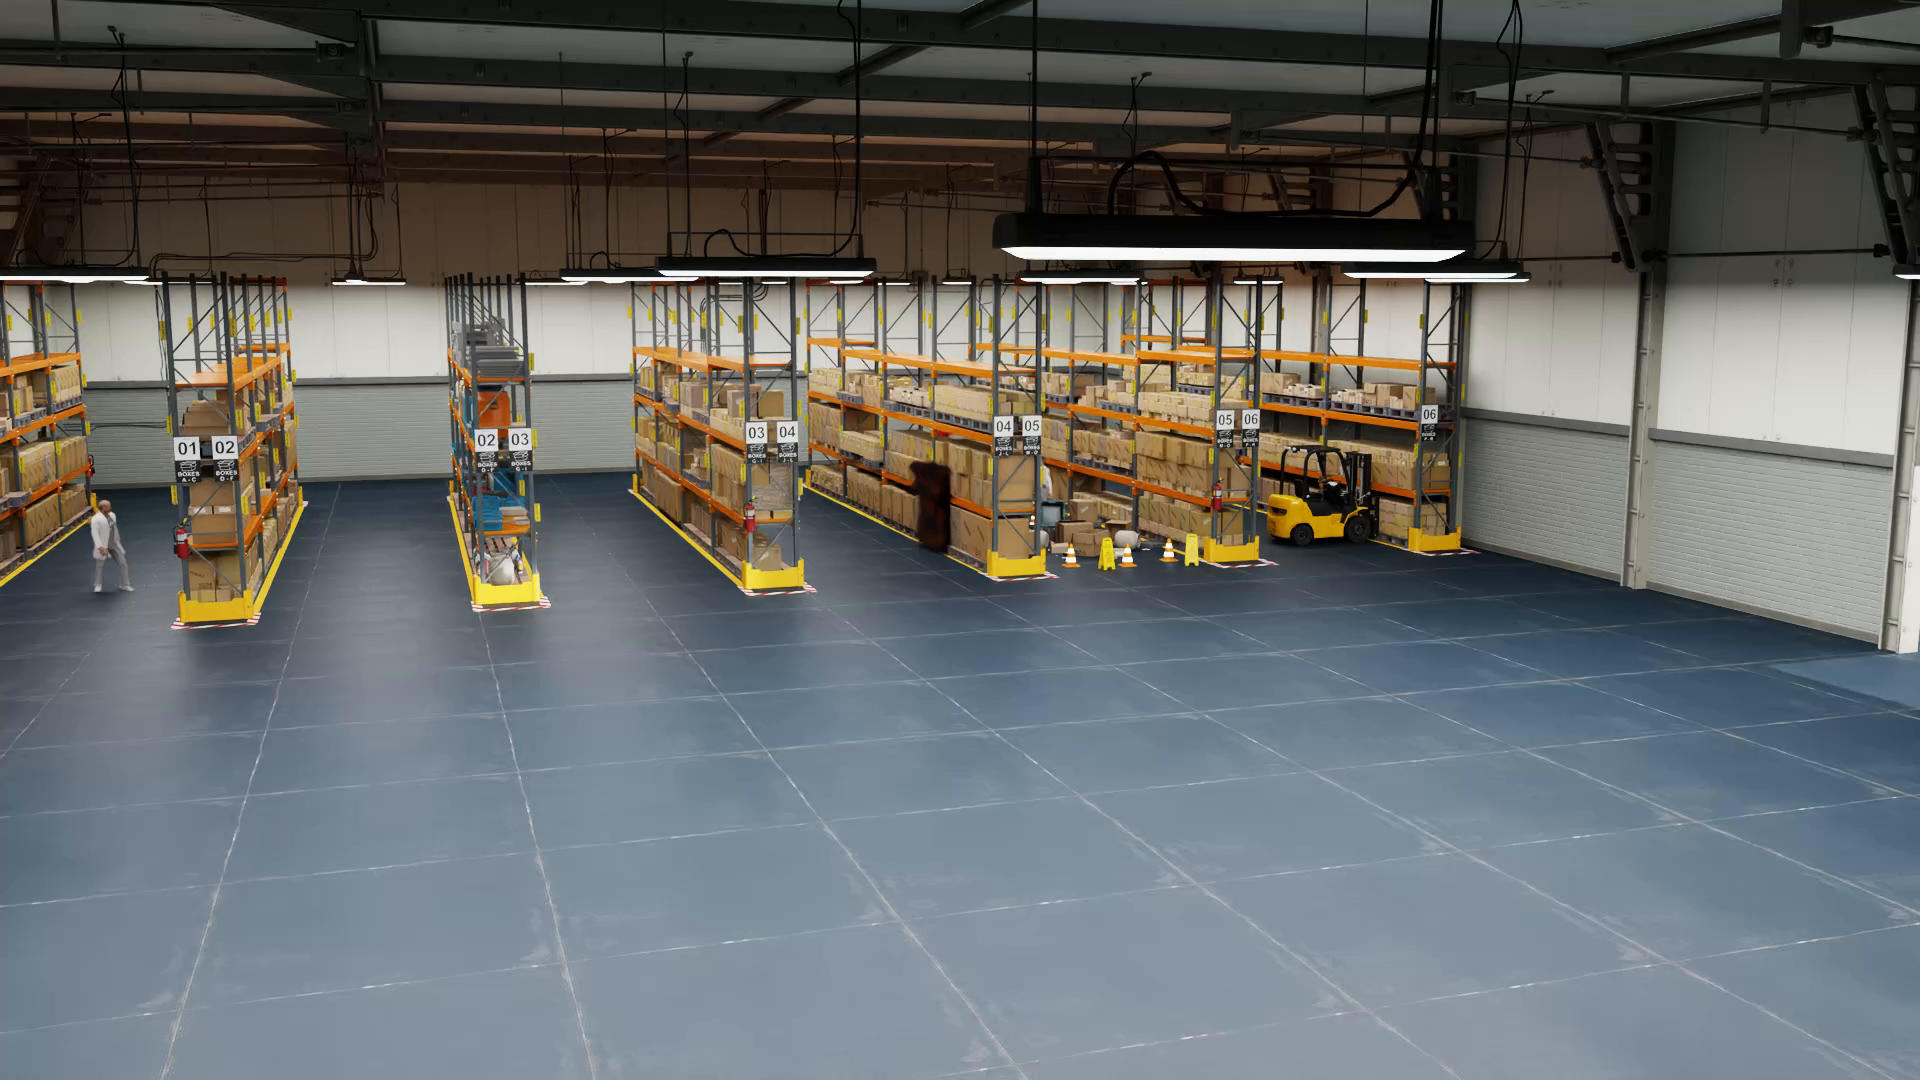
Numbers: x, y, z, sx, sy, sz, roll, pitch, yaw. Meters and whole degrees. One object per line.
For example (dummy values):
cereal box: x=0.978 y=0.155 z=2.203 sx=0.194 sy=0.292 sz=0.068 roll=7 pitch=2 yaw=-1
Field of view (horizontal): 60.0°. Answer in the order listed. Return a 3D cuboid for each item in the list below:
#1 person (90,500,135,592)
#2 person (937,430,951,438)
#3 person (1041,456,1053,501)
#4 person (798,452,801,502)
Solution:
person: x=-16.143 y=0.148 z=31.543 sx=0.661 sy=1.843 sz=0.700 roll=6 pitch=10 yaw=34
person: x=-0.509 y=-3.023 z=52.377 sx=0.907 sy=1.676 sz=0.574 roll=-6 pitch=11 yaw=-36
person: x=2.011 y=-1.241 z=40.743 sx=0.389 sy=1.674 sz=0.518 roll=-3 pitch=9 yaw=-17
person: x=-4.533 y=-1.868 z=45.024 sx=0.473 sy=1.630 sz=1.014 roll=-2 pitch=9 yaw=-14
